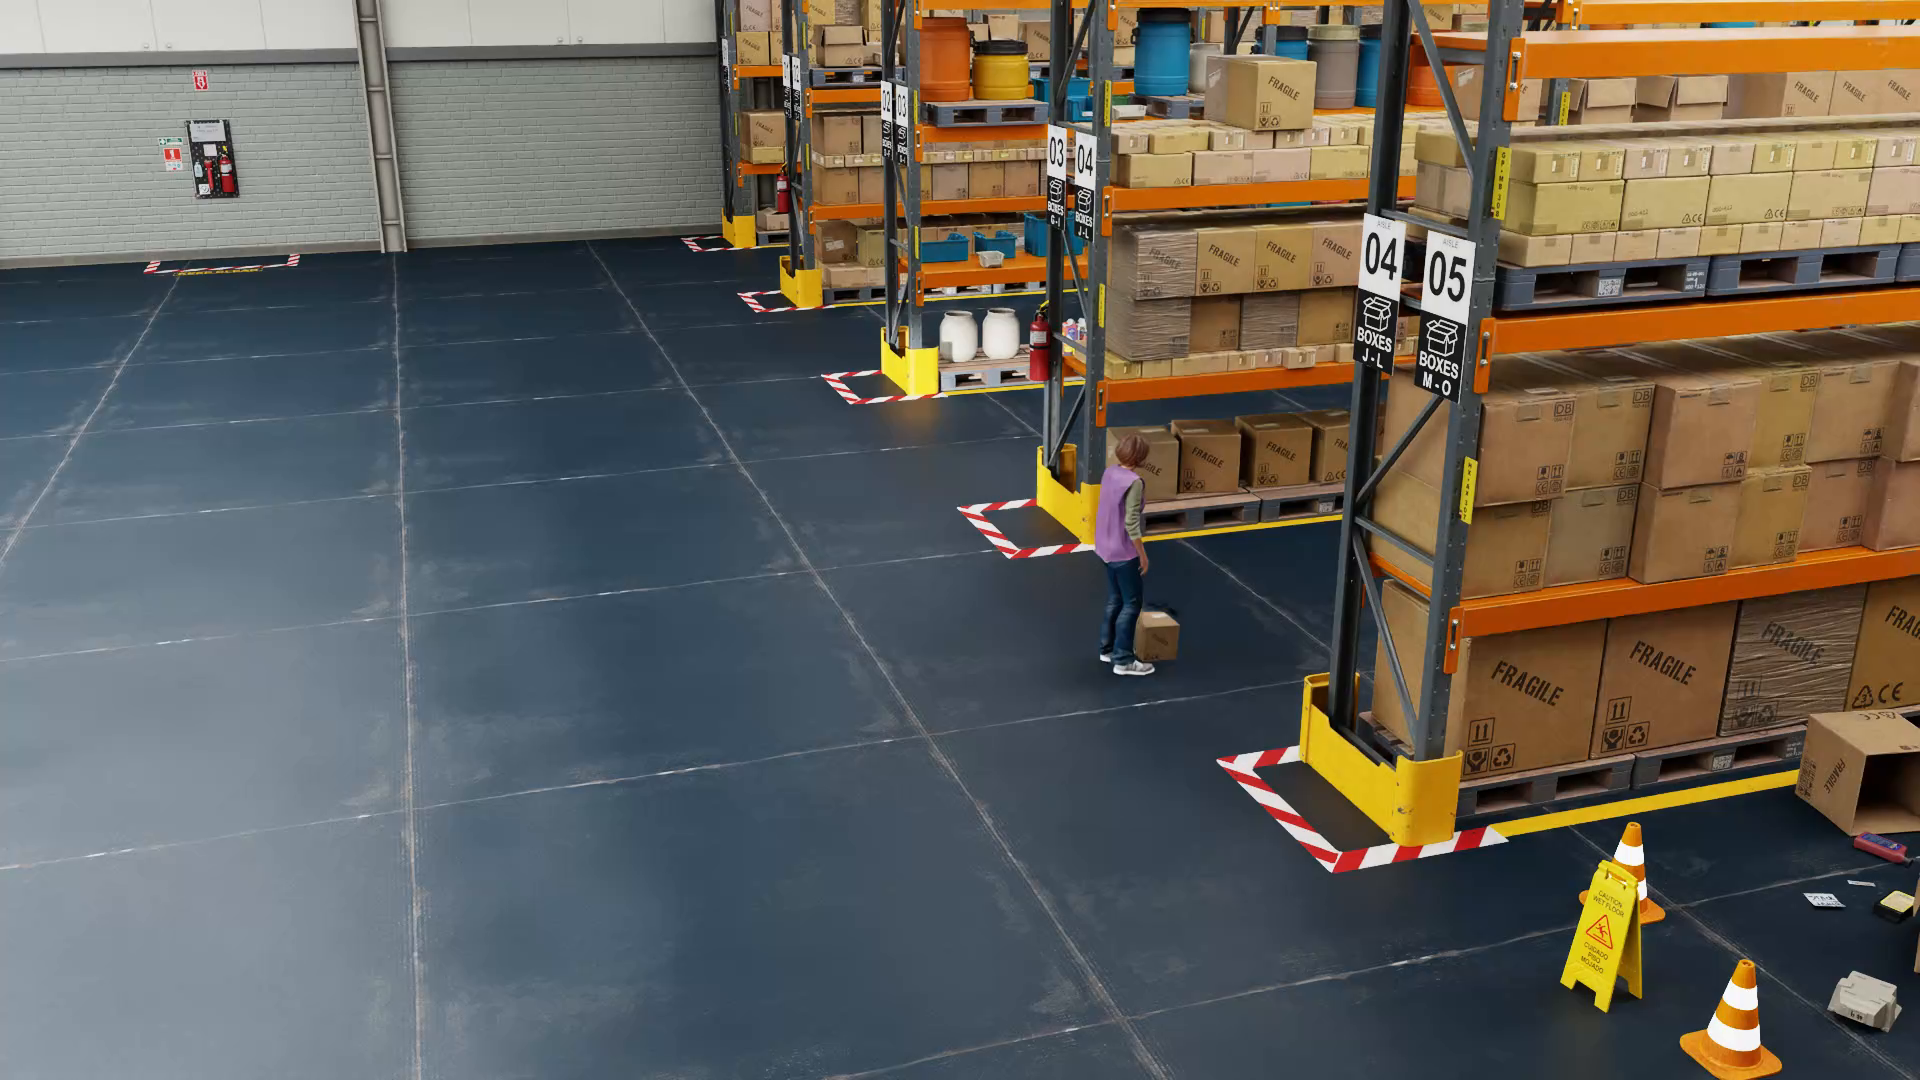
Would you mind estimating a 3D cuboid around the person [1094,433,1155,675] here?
[{"bbox_3d":[1.065,0.084,10.848,0.343,1.594,0.459,-7,21,-19],"label":"person"}]
